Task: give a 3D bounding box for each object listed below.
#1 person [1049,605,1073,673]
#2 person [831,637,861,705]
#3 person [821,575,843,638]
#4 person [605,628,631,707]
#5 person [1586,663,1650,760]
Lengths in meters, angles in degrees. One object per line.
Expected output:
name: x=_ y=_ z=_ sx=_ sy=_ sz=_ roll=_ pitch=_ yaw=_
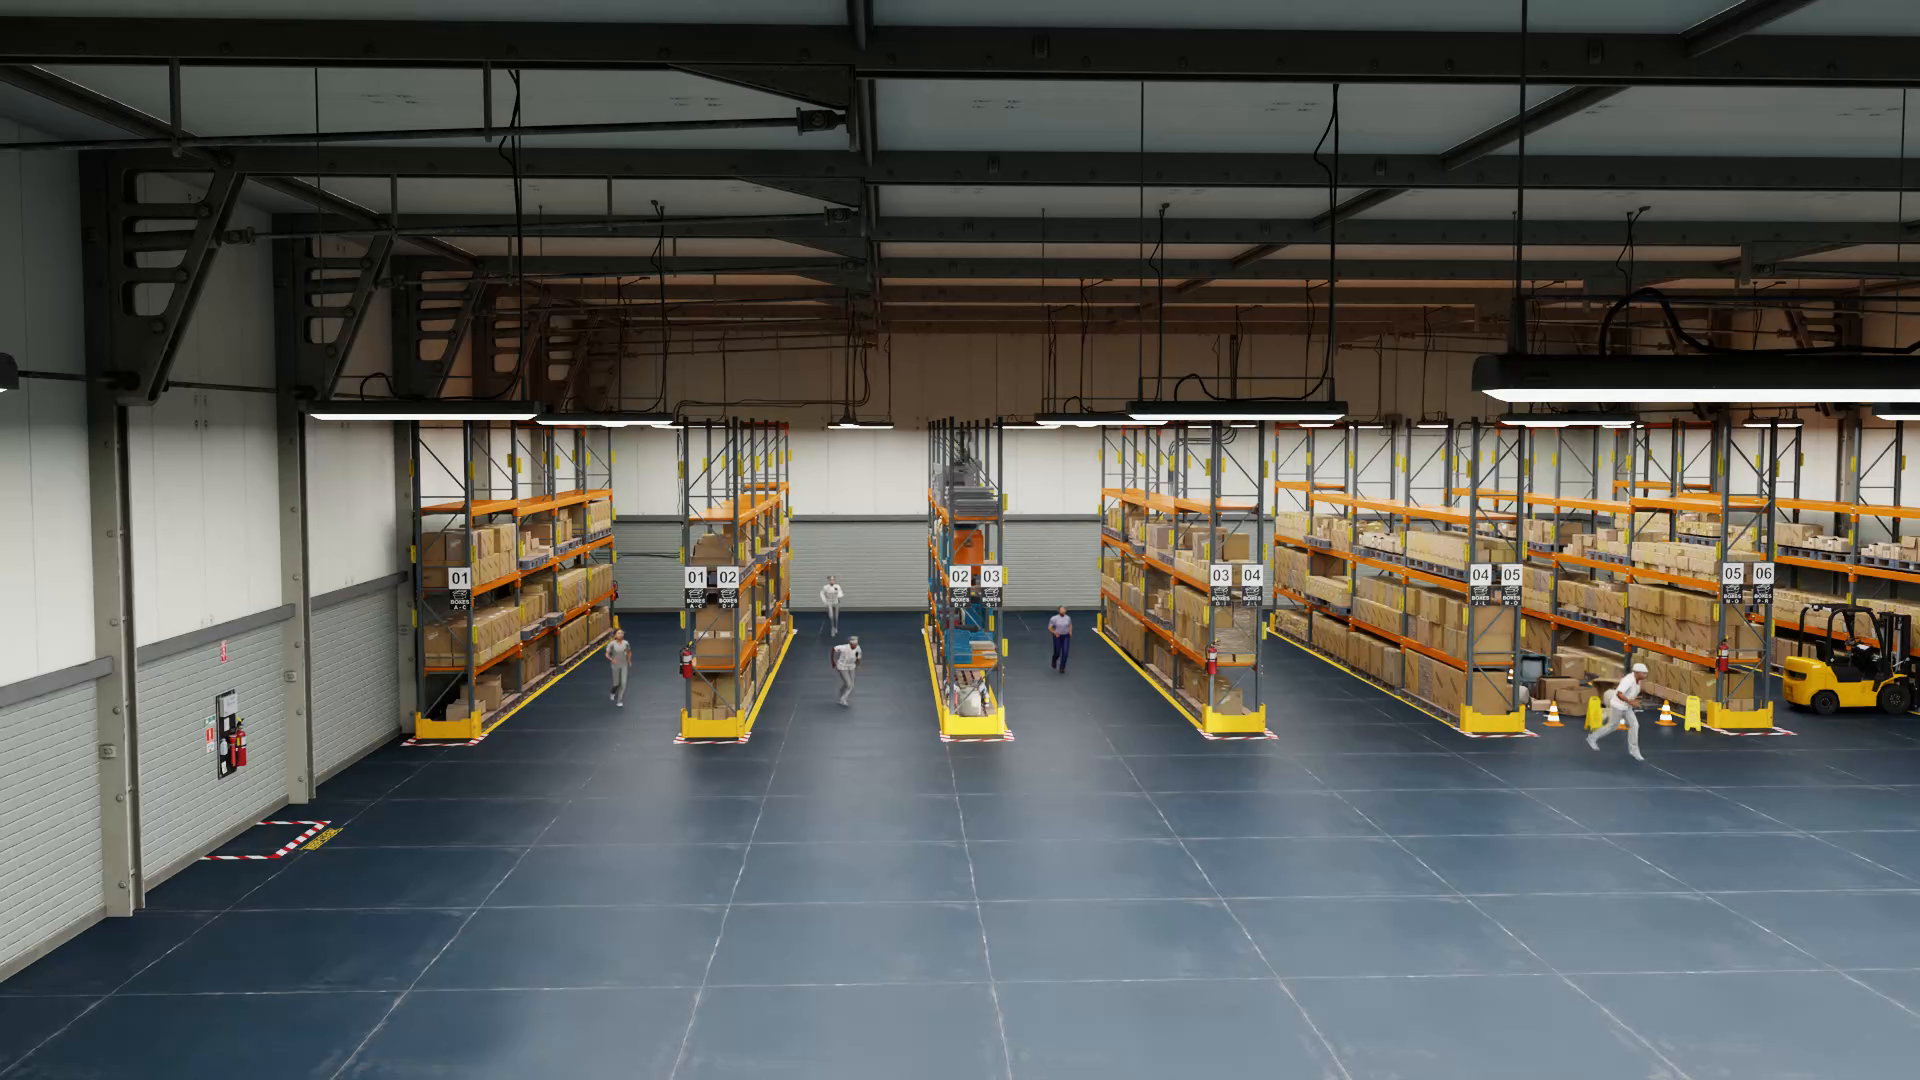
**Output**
person: x=2.402 y=2.346 z=39.515 sx=0.595 sy=1.601 sz=0.560 roll=-1 pitch=4 yaw=-12
person: x=-2.365 y=2.724 z=34.548 sx=0.602 sy=1.492 sz=0.856 roll=-2 pitch=4 yaw=-31
person: x=-3.574 y=1.845 z=46.576 sx=0.617 sy=1.746 sz=0.746 roll=-1 pitch=4 yaw=-12
person: x=-7.114 y=2.644 z=34.688 sx=0.557 sy=1.626 sz=0.636 roll=-2 pitch=4 yaw=-28
person: x=11.588 y=2.990 z=29.294 sx=1.057 sy=1.714 sz=0.744 roll=3 pitch=5 yaw=37
